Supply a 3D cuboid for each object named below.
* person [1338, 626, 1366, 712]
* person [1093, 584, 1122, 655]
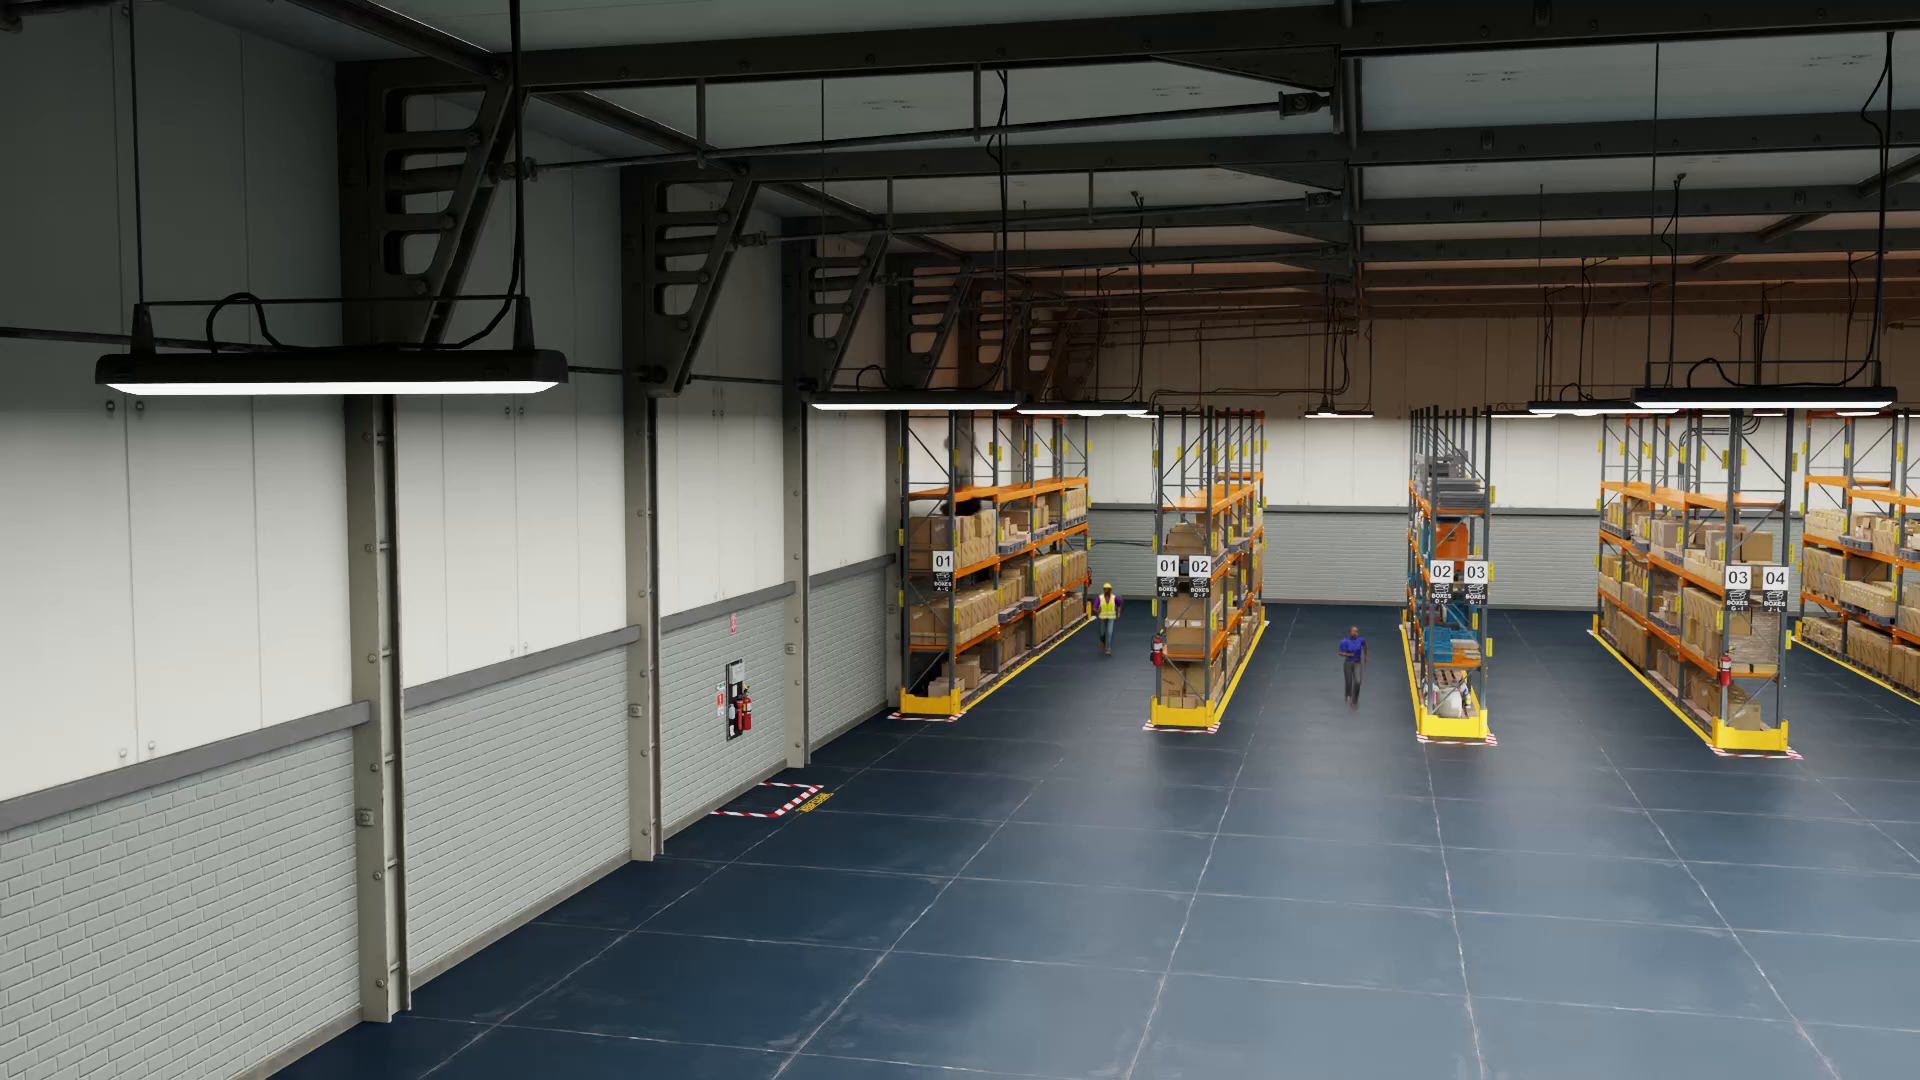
[{"bbox_3d":[7.810,2.536,33.116,0.600,1.697,0.846,0,4,1],"label":"person"},{"bbox_3d":[3.621,1.933,40.823,0.714,1.733,0.791,0,4,5],"label":"person"}]
